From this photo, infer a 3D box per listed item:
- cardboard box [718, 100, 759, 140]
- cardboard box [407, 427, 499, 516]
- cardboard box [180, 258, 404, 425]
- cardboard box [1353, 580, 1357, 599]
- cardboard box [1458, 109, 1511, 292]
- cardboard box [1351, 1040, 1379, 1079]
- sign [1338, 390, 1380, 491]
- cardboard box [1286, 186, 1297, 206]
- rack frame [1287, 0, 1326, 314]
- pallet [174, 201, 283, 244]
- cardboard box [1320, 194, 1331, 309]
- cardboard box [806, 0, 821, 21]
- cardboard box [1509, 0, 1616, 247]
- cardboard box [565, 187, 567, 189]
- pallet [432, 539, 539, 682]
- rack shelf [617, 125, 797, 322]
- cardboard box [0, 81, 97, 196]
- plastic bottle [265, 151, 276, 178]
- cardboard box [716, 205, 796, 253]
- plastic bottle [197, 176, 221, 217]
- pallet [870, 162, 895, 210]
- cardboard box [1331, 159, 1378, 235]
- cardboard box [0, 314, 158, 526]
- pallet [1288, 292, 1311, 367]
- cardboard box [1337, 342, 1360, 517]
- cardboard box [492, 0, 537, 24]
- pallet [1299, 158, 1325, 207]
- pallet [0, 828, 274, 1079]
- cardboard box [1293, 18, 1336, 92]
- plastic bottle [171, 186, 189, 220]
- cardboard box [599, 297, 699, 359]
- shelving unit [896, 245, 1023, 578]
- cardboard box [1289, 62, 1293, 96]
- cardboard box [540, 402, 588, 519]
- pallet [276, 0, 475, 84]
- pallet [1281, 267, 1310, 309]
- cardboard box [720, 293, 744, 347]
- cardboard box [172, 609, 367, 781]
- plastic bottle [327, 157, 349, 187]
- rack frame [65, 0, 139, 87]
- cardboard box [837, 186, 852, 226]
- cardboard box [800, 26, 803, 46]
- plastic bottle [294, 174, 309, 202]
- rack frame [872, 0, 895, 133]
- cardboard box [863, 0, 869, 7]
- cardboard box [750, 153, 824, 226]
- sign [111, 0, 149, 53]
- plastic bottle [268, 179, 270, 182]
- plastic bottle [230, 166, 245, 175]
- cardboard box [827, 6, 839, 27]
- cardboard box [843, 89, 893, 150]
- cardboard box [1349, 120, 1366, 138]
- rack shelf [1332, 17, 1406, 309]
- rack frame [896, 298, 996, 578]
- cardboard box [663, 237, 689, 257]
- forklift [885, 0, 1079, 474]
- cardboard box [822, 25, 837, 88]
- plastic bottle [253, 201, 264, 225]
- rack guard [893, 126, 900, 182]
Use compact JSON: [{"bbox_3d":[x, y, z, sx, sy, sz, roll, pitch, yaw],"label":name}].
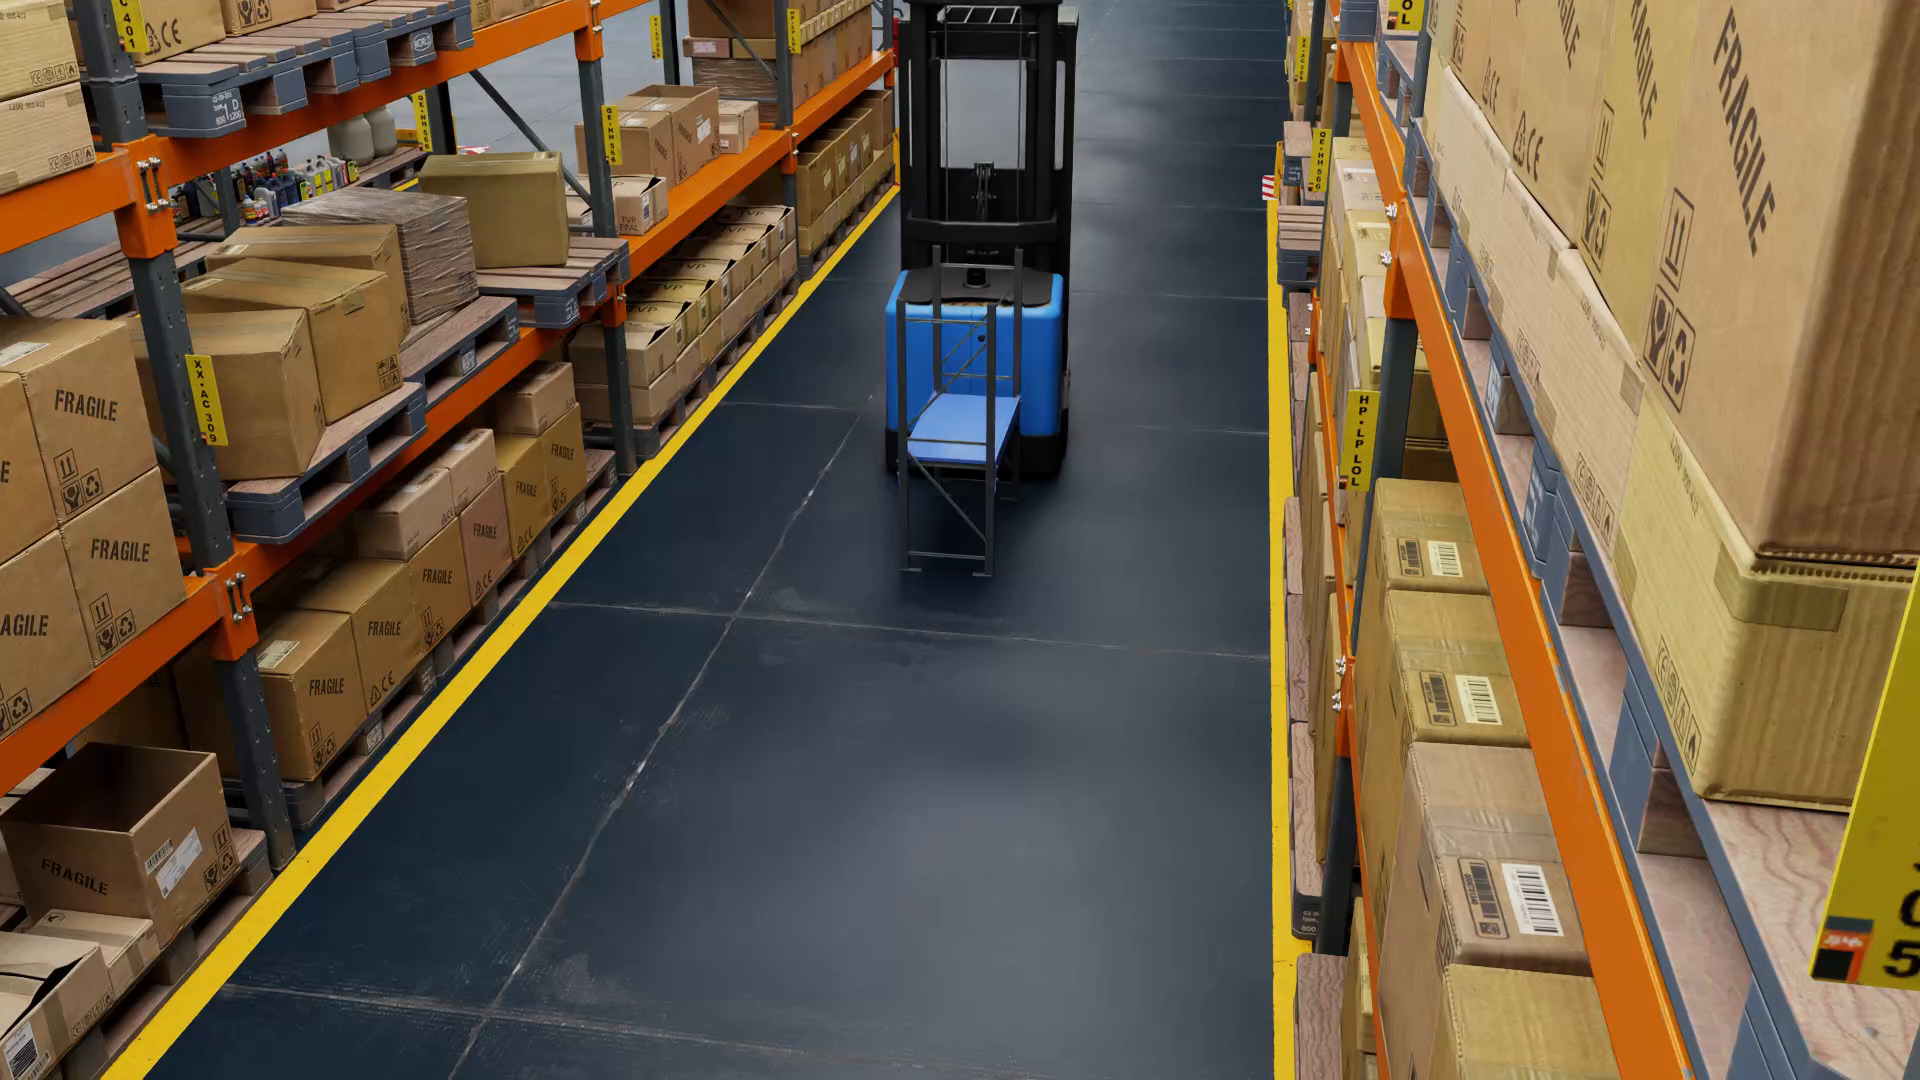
[{"bbox_3d":[-1.858,-3.190,12.704,0.500,0.250,0.500,6,26,12],"label":"cardboard box"},{"bbox_3d":[-2.563,-0.341,7.986,0.500,0.250,0.500,4,25,8],"label":"cardboard box"},{"bbox_3d":[-2.780,-0.831,6.874,0.700,0.500,0.500,8,26,17],"label":"cardboard box"},{"bbox_3d":[1.536,0.164,5.633,0.380,0.149,0.250,4,25,9],"label":"cardboard box"},{"bbox_3d":[1.213,-0.607,3.035,0.500,0.250,0.500,3,25,7],"label":"cardboard box"},{"bbox_3d":[1.451,1.678,4.580,0.700,0.500,0.500,4,25,8],"label":"cardboard box"},{"bbox_3d":[1.223,-0.301,5.083,0.100,0.325,0.005,4,25,9],"label":"sign"},{"bbox_3d":[3.257,-3.040,14.637,0.700,0.500,0.500,2,25,5],"label":"cardboard box"},{"bbox_3d":[3.068,-3.125,12.388,1.000,3.000,0.127,4,25,9],"label":"rack frame"},{"bbox_3d":[-6.555,-2.827,15.040,1.003,0.211,1.213,4,25,9],"label":"pallet"},{"bbox_3d":[2.082,-1.456,8.329,0.500,0.500,0.500,5,26,10],"label":"cardboard box"},{"bbox_3d":[-1.590,-4.706,14.118,0.700,0.500,0.500,4,25,8],"label":"cardboard box"},{"bbox_3d":[1.126,-0.724,2.400,0.500,0.500,0.500,3,25,6],"label":"cardboard box"},{"bbox_3d":[-2.321,-2.217,10.745,0.380,0.149,0.250,6,26,12],"label":"cardboard box"},{"bbox_3d":[-2.835,0.288,8.387,1.003,0.211,1.213,4,25,9],"label":"pallet"},{"bbox_3d":[-2.147,-2.304,11.484,1.077,0.370,4.000,4,25,9],"label":"rack shelf"},{"bbox_3d":[-2.945,-1.190,4.892,0.500,0.250,0.500,4,25,9],"label":"cardboard box"},{"bbox_3d":[-6.711,-3.623,16.138,0.061,0.283,0.133,4,25,9],"label":"plastic bottle"},{"bbox_3d":[-1.604,-2.476,13.089,0.500,0.311,0.500,4,25,9],"label":"cardboard box"},{"bbox_3d":[-6.743,-3.090,14.920,0.144,0.351,0.185,4,25,9],"label":"plastic bottle"},{"bbox_3d":[-1.250,-3.554,16.594,1.003,0.211,1.213,4,25,9],"label":"pallet"},{"bbox_3d":[1.998,-1.584,7.719,0.500,0.250,0.500,4,25,8],"label":"cardboard box"},{"bbox_3d":[-2.955,-0.390,5.247,0.500,0.500,0.500,4,25,9],"label":"cardboard box"},{"bbox_3d":[2.942,-1.536,12.283,1.003,0.211,1.213,4,25,9],"label":"pallet"},{"bbox_3d":[1.660,-0.393,6.059,0.500,0.500,0.500,4,25,9],"label":"cardboard box"},{"bbox_3d":[-2.595,-2.800,8.036,0.910,0.500,0.500,4,25,9],"label":"cardboard box"},{"bbox_3d":[2.697,-2.196,10.630,1.003,0.211,1.213,4,25,9],"label":"pallet"},{"bbox_3d":[-3.241,1.429,5.948,1.003,0.211,1.213,4,25,9],"label":"pallet"},{"bbox_3d":[2.916,-3.834,13.172,0.500,0.500,0.500,4,25,8],"label":"cardboard box"},{"bbox_3d":[-6.953,-3.005,14.816,0.061,0.283,0.133,5,26,11],"label":"plastic bottle"},{"bbox_3d":[-2.021,-1.412,10.814,0.500,0.311,0.500,3,25,7],"label":"cardboard box"},{"bbox_3d":[0.014,-0.715,9.008,0.538,1.500,1.048,4,25,9],"label":"shelving unit"},{"bbox_3d":[3.084,-3.915,14.229,0.500,0.250,0.500,4,25,9],"label":"cardboard box"},{"bbox_3d":[-2.395,-0.454,9.110,0.500,0.500,0.500,5,26,11],"label":"cardboard box"},{"bbox_3d":[-2.785,-2.096,6.873,1.213,0.211,1.003,4,25,9],"label":"pallet"},{"bbox_3d":[3.142,-2.146,13.585,1.003,0.211,1.213,4,25,9],"label":"pallet"},{"bbox_3d":[-1.854,-1.580,11.835,0.500,0.250,0.500,5,25,10],"label":"cardboard box"},{"bbox_3d":[-2.808,0.627,6.803,0.500,0.500,0.500,3,25,6],"label":"cardboard box"},{"bbox_3d":[-5.988,-3.548,15.986,0.152,0.276,0.135,4,25,9],"label":"plastic bottle"},{"bbox_3d":[-3.128,-2.838,4.698,1.000,3.000,0.127,4,25,9],"label":"rack frame"},{"bbox_3d":[-1.272,-3.002,14.873,0.500,0.250,0.500,4,25,9],"label":"cardboard box"},{"bbox_3d":[-1.504,-4.118,13.626,0.380,0.149,0.250,3,25,7],"label":"cardboard box"},{"bbox_3d":[-6.066,-3.234,15.307,0.061,0.283,0.133,5,26,11],"label":"plastic bottle"},{"bbox_3d":[-1.166,-5.140,16.692,1.000,3.000,0.127,4,25,9],"label":"rack frame"},{"bbox_3d":[-1.082,-5.196,15.930,0.380,0.149,0.250,5,25,10],"label":"cardboard box"},{"bbox_3d":[-1.435,-2.924,13.821,0.500,0.500,0.500,4,25,9],"label":"cardboard box"},{"bbox_3d":[-2.591,-1.679,5.151,0.100,0.325,0.005,4,25,9],"label":"sign"},{"bbox_3d":[-6.260,-3.153,15.147,0.097,0.271,0.097,0,25,0],"label":"plastic bottle"},{"bbox_3d":[-6.771,-3.350,15.562,0.152,0.276,0.135,4,25,9],"label":"plastic bottle"},{"bbox_3d":[-1.292,-4.657,14.778,0.380,0.149,0.250,4,25,8],"label":"cardboard box"},{"bbox_3d":[-0.961,-4.179,16.504,0.500,0.500,0.500,4,25,9],"label":"cardboard box"},{"bbox_3d":[2.545,-2.130,9.624,0.700,0.500,0.500,2,25,4],"label":"cardboard box"},{"bbox_3d":[2.087,-1.648,6.544,1.077,0.370,4.000,4,25,9],"label":"rack shelf"},{"bbox_3d":[-0.069,-0.502,8.554,0.500,1.500,0.032,4,25,9],"label":"rack frame"},{"bbox_3d":[-2.304,-2.084,12.252,0.500,0.311,0.500,3,25,7],"label":"cardboard box"},{"bbox_3d":[0.185,-2.312,10.733,1.130,2.935,3.031,2,25,4],"label":"forklift"},{"bbox_3d":[-1.506,-4.343,14.872,0.700,0.500,0.500,5,26,10],"label":"cardboard box"},{"bbox_3d":[-6.205,-2.889,14.665,0.097,0.201,0.097,0,25,0],"label":"plastic bottle"},{"bbox_3d":[-1.163,-4.018,17.244,1.175,0.500,0.348,4,25,9],"label":"rack guard"}]
